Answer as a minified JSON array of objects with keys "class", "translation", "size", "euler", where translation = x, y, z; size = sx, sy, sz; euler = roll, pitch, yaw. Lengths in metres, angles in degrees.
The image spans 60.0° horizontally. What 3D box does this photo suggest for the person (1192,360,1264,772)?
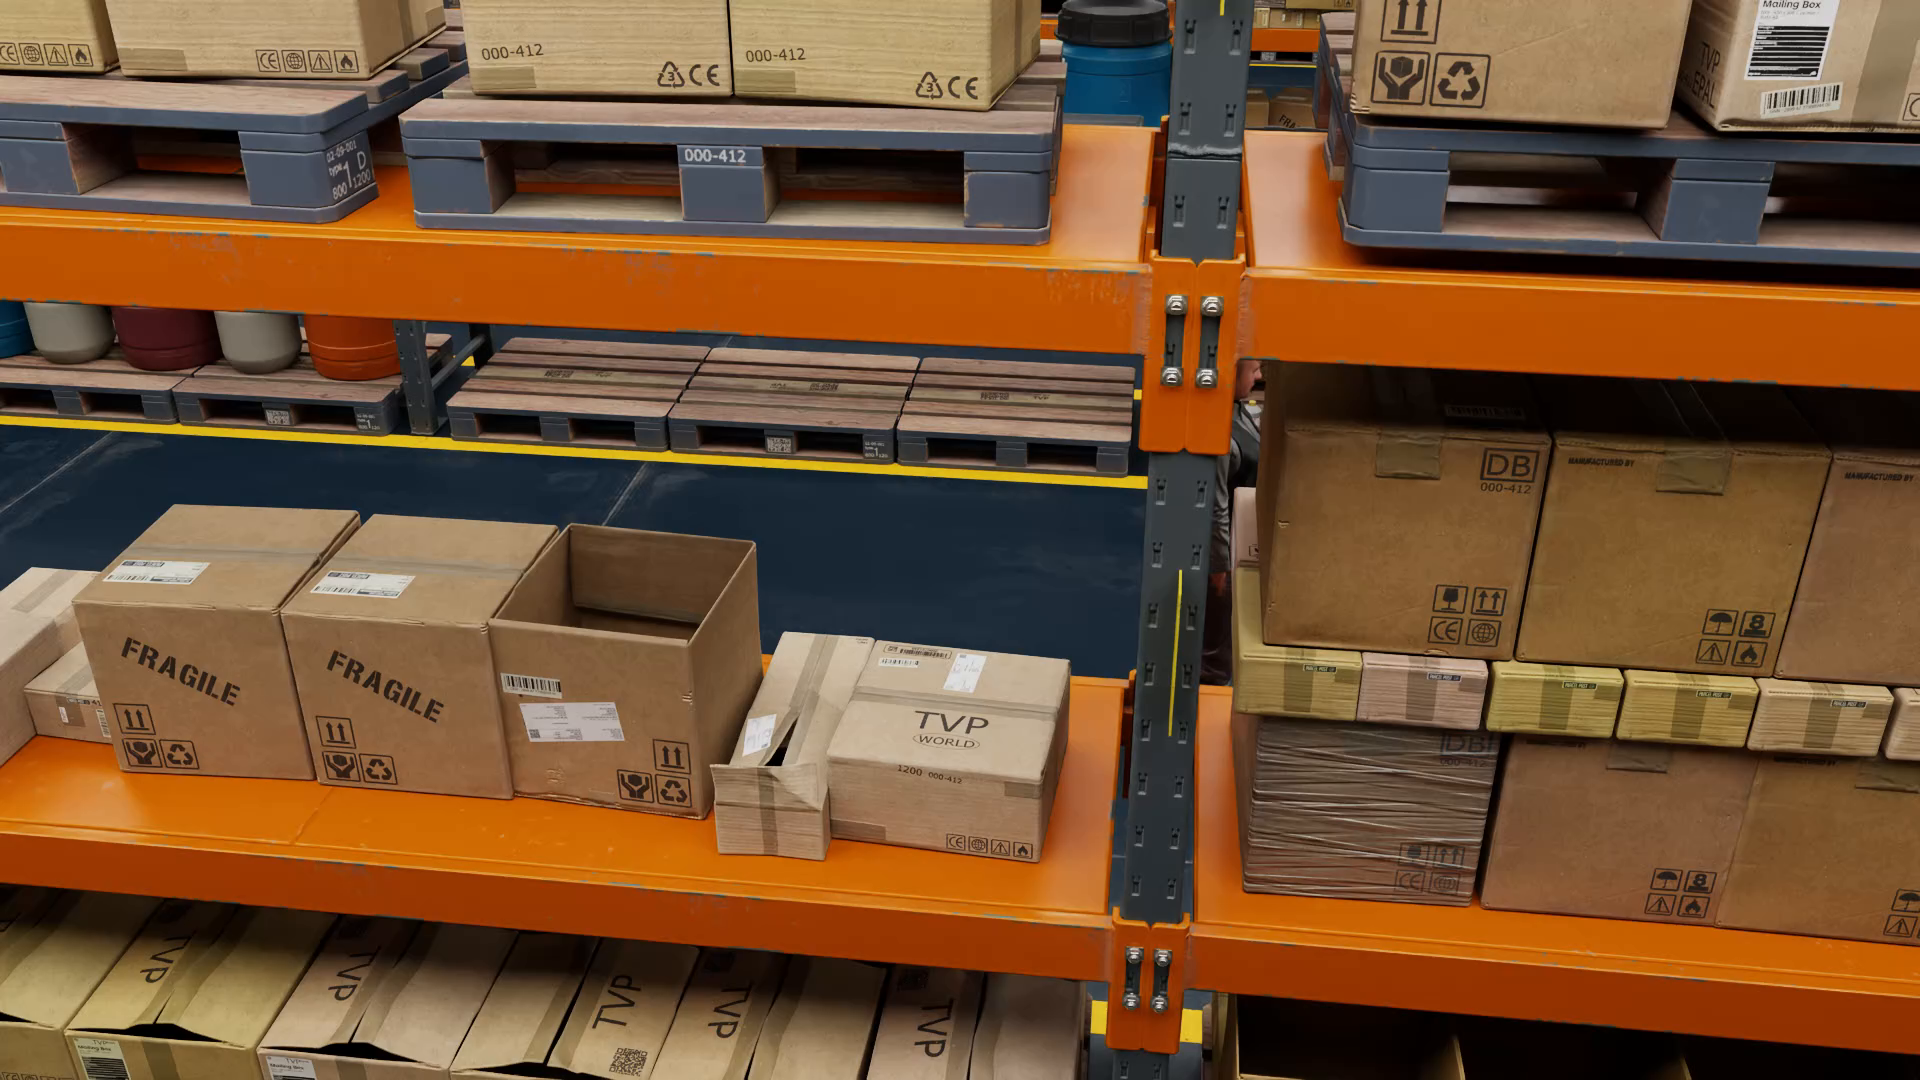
[{"class":"person","translation":[0.928,0.042,6.086],"size":[0.356,1.712,0.535],"euler":[4,28,7]}]
